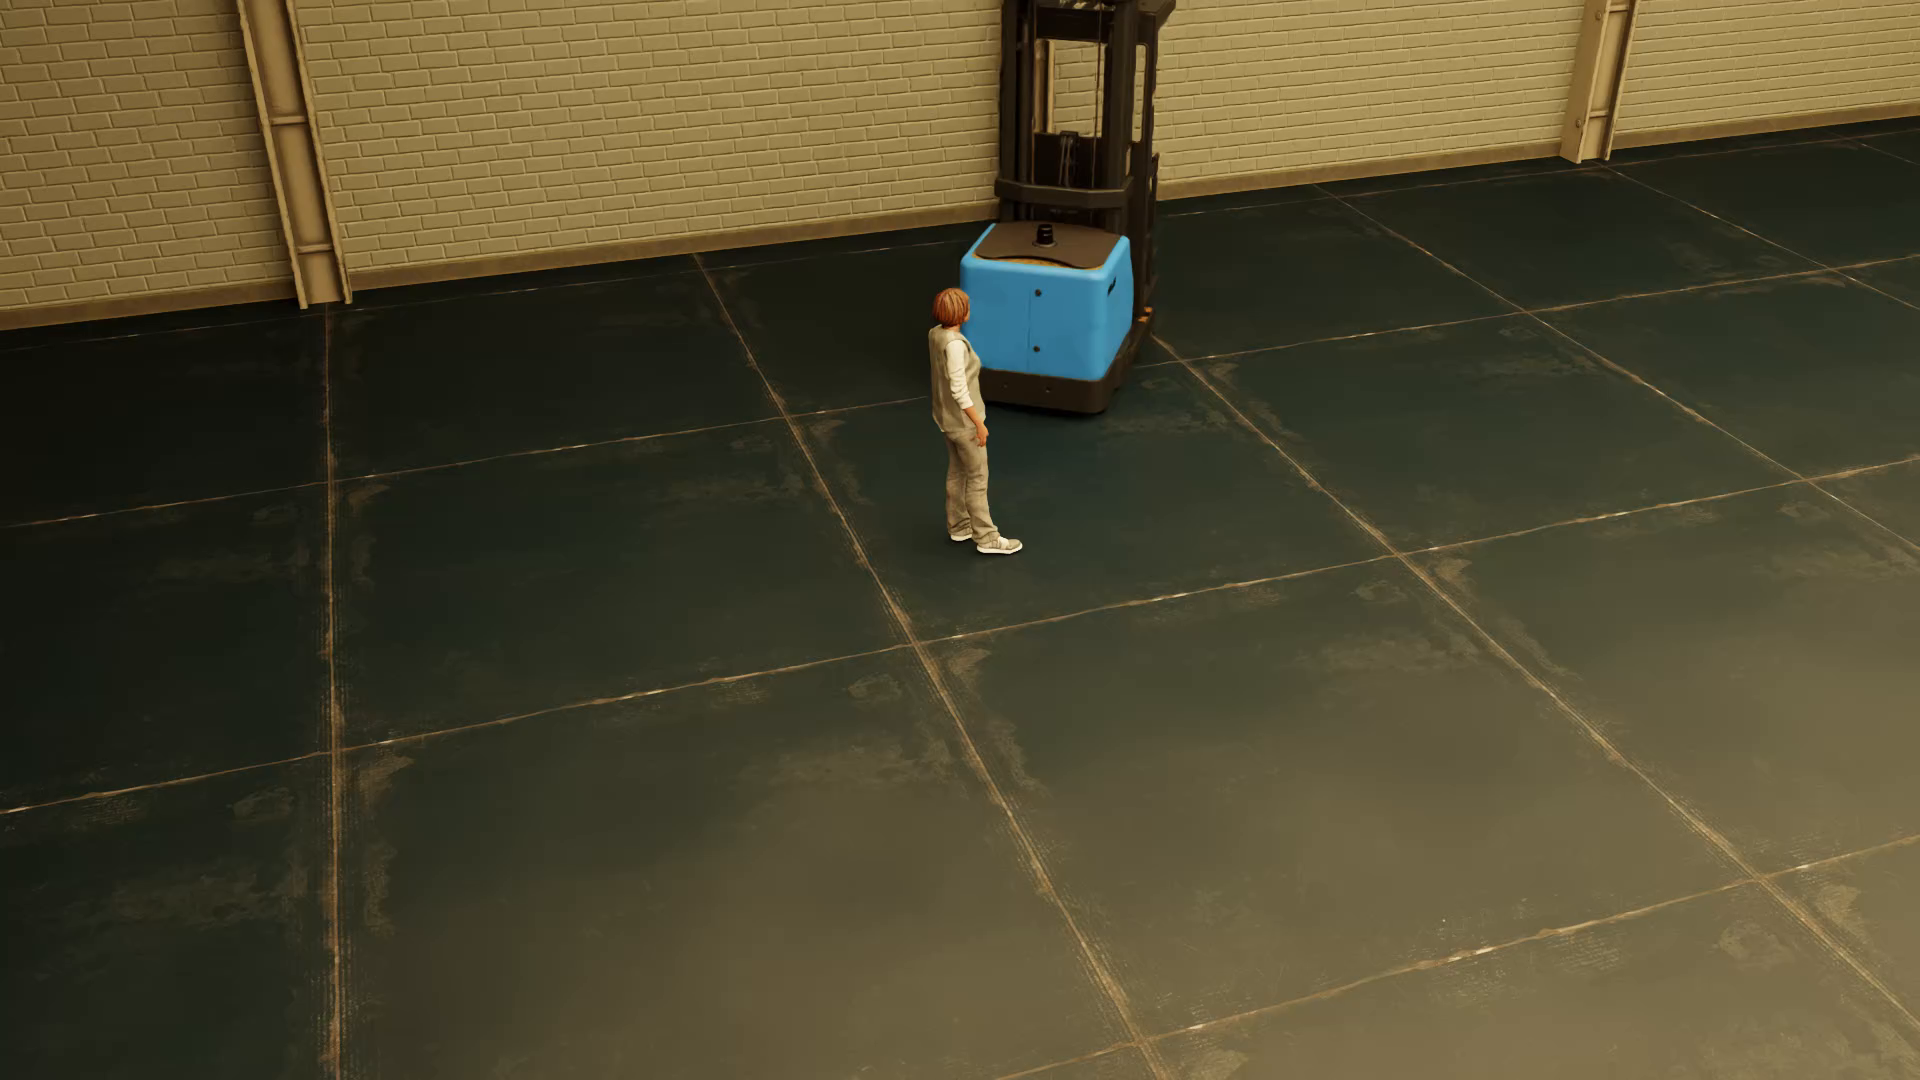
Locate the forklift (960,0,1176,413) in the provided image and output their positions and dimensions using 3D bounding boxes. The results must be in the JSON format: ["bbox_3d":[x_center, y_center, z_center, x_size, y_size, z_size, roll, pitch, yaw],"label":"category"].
[{"bbox_3d":[0.890,-2.861,12.060,1.130,2.935,3.031,8,31,14],"label":"forklift"}]

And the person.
[{"bbox_3d":[0.074,-0.703,9.632,0.475,1.597,0.520,-10,31,-16],"label":"person"}]
